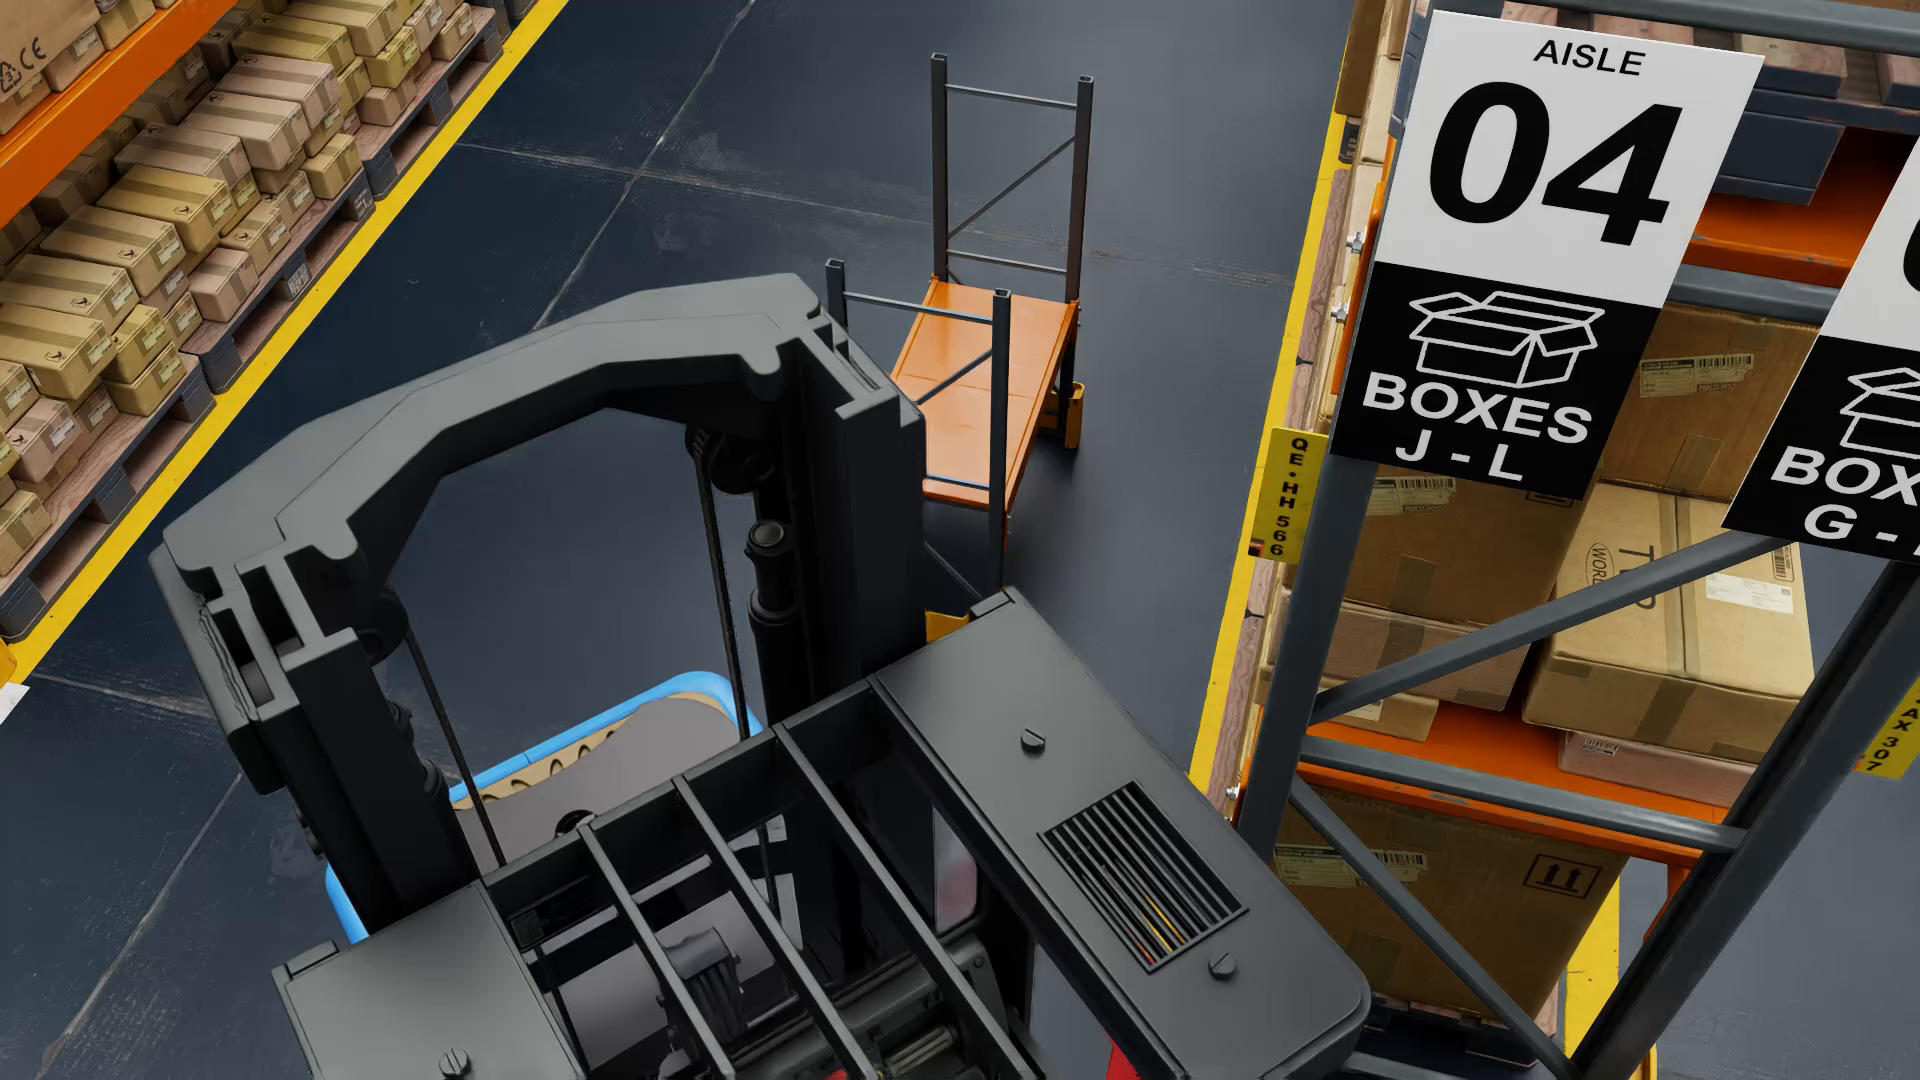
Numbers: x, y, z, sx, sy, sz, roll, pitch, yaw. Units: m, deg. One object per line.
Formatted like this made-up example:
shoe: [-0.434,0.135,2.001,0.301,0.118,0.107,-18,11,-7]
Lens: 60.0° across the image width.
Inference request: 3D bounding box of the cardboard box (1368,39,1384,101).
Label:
cardboard box: [1.470,-1.399,5.151,0.380,0.149,0.250,11,49,10]

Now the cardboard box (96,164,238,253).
cardboard box: [-2.877,-1.205,6.038,0.380,0.149,0.250,12,50,11]

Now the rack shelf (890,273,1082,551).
rack shelf: [0.022,-0.439,5.377,0.538,0.185,1.000,12,50,10]

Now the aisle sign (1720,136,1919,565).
aisle sign: [1.359,-0.242,2.229,0.394,0.787,0.004,12,50,10]

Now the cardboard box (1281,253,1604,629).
cardboard box: [0.964,-0.195,3.322,0.500,0.500,0.500,12,50,10]

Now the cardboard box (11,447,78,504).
cardboard box: [-3.233,-0.262,5.602,0.380,0.149,0.250,11,50,10]

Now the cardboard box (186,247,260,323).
cardboard box: [-2.876,-0.973,6.229,0.380,0.149,0.250,9,49,8]

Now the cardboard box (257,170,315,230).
cardboard box: [-2.797,-1.359,6.570,0.380,0.149,0.250,12,50,11]

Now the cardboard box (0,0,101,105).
cardboard box: [-3.028,-1.691,4.977,0.500,0.500,0.500,12,50,11]

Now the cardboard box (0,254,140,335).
cardboard box: [-3.072,-0.825,5.702,0.380,0.149,0.250,9,49,8]

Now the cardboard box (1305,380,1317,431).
cardboard box: [1.066,-0.284,4.167,0.380,0.149,0.250,12,50,11]

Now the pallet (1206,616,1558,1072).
pallet: [1.224,0.836,4.872,1.003,0.211,1.213,12,50,10]

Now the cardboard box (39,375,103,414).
cardboard box: [-3.178,-0.549,5.657,0.380,0.149,0.250,12,50,11]

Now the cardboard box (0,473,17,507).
cardboard box: [-3.284,-0.168,5.320,0.380,0.149,0.250,13,50,12]

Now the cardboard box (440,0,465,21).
cardboard box: [-2.393,-2.442,7.327,0.380,0.149,0.250,12,50,11]

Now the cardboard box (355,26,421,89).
cardboard box: [-2.506,-2.046,6.978,0.380,0.149,0.250,10,49,9]

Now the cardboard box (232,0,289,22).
cardboard box: [-3.056,-2.242,6.953,0.380,0.149,0.250,11,49,10]

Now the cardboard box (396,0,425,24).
cardboard box: [-2.488,-2.330,7.030,0.380,0.149,0.250,12,50,11]

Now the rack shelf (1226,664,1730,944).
rack shelf: [1.615,-0.702,4.849,1.077,0.370,4.000,12,50,10]

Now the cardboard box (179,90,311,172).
cardboard box: [-2.732,-1.564,6.355,0.380,0.149,0.250,10,49,9]

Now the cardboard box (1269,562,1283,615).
cardboard box: [0.932,0.079,3.847,0.380,0.149,0.250,12,50,10]

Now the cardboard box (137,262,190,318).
cardboard box: [-3.028,-0.924,5.988,0.380,0.149,0.250,9,49,8]

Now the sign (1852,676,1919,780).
sign: [1.623,0.308,2.847,0.100,0.325,0.005,12,50,10]

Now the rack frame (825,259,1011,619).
rack frame: [-0.111,-0.190,4.918,0.500,1.500,0.032,12,50,10]

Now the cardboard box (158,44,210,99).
cardboard box: [-3.248,-1.881,6.634,0.380,0.149,0.250,13,50,11]

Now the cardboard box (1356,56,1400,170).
cardboard box: [1.361,-1.058,4.584,0.500,0.250,0.500,12,50,10]

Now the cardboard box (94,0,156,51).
cardboard box: [-2.907,-1.770,5.479,0.380,0.149,0.250,13,50,11]

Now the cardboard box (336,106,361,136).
cardboard box: [-2.734,-1.741,6.908,0.380,0.149,0.250,10,49,9]

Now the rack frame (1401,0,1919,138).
rack frame: [1.089,-1.478,1.053,1.000,3.000,0.127,12,50,10]

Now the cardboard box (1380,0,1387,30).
cardboard box: [1.605,-1.774,5.483,0.380,0.149,0.250,13,50,11]

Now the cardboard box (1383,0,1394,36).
cardboard box: [1.630,-1.788,5.229,0.500,0.250,0.500,11,50,10]

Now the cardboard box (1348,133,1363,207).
cardboard box: [1.334,-1.027,4.824,0.380,0.149,0.250,10,49,9]

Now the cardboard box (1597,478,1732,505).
cardboard box: [1.606,-0.213,3.839,0.500,0.250,0.500,11,49,10]

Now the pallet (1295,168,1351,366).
pallet: [1.866,-0.929,6.429,1.003,0.211,1.213,12,50,10]

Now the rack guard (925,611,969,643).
rack guard: [-0.111,0.222,5.387,0.587,0.250,0.087,12,50,10]

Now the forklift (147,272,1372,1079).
forklift: [-0.202,1.158,2.773,1.130,2.935,3.031,-26,54,-21]

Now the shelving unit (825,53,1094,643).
shelving unit: [0.020,-0.551,5.236,0.587,1.500,1.083,12,50,10]

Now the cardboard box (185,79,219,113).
cardboard box: [-3.199,-1.760,6.726,0.380,0.149,0.250,14,50,12]

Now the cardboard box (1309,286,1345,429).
cardboard box: [1.095,-0.312,3.926,0.500,0.250,0.500,11,49,9]

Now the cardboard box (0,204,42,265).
cardboard box: [-3.561,-1.133,5.974,0.380,0.149,0.250,13,50,11]

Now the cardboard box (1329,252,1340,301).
cardboard box: [1.200,-0.659,4.499,0.380,0.149,0.250,12,50,10]

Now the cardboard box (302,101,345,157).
cardboard box: [-2.715,-1.696,6.669,0.380,0.149,0.250,13,50,11]

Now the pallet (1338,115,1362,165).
pallet: [2.272,-2.037,7.407,1.003,0.211,1.213,12,50,10]

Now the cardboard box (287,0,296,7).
cardboard box: [-3.001,-2.333,7.231,0.380,0.149,0.250,12,50,10]

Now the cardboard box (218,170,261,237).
cardboard box: [-2.916,-1.322,6.339,0.380,0.149,0.250,14,50,12]

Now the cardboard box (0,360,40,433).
cardboard box: [-3.247,-0.473,5.391,0.380,0.149,0.250,12,50,11]

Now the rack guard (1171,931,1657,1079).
rack guard: [1.083,1.351,4.224,1.175,0.500,0.348,12,50,10]

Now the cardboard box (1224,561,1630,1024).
cardboard box: [1.180,0.592,4.364,0.875,0.875,0.875,12,50,10]

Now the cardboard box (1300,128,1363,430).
cardboard box: [1.654,-0.710,5.513,0.875,0.875,0.875,12,50,10]

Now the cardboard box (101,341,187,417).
cardboard box: [-3.001,-0.606,5.906,0.380,0.149,0.250,12,50,10]

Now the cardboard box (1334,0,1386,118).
cardboard box: [2.291,-2.289,6.907,1.225,0.875,0.875,12,50,10]

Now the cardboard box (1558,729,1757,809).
cardboard box: [1.501,0.398,3.565,0.380,0.149,0.250,12,50,10]

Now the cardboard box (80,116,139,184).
cardboard box: [-3.343,-1.497,6.295,0.380,0.149,0.250,12,50,10]

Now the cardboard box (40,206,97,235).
cardboard box: [-3.462,-1.212,6.242,0.380,0.149,0.250,14,50,12]

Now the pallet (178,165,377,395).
pallet: [-3.079,-1.138,6.613,1.003,0.211,1.213,12,50,10]

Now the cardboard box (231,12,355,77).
cardboard box: [-2.690,-1.976,6.718,0.380,0.149,0.250,13,50,11]

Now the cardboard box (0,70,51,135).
cardboard box: [-3.088,-1.414,5.165,0.380,0.149,0.250,11,50,10]

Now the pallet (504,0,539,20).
pallet: [-2.413,-3.079,8.327,1.003,0.211,1.213,12,50,10]

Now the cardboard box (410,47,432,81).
cardboard box: [-2.540,-2.112,7.234,0.380,0.149,0.250,13,50,11]
